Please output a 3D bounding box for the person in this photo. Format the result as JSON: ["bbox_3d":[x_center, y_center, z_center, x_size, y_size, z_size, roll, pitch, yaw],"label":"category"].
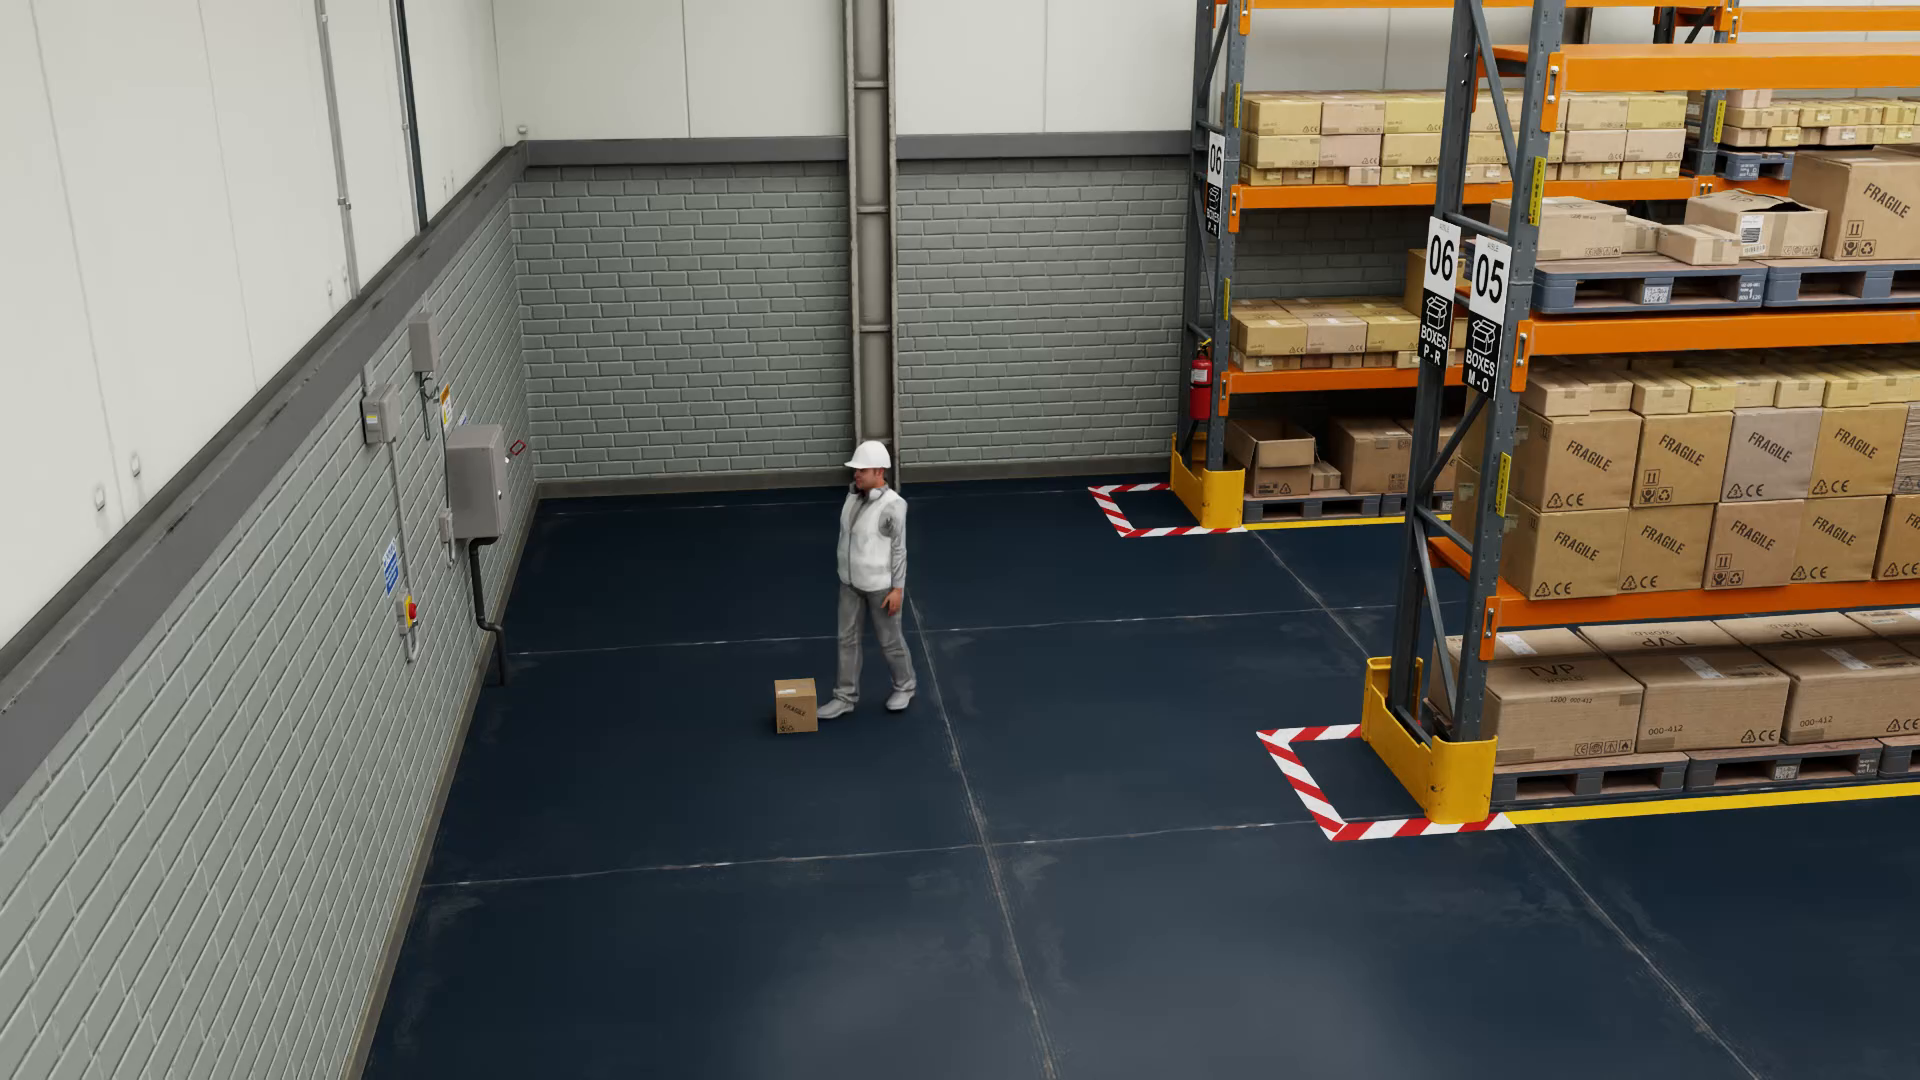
[{"bbox_3d":[-0.569,0.260,10.299,0.532,1.769,0.690,18,26,40],"label":"person"}]
